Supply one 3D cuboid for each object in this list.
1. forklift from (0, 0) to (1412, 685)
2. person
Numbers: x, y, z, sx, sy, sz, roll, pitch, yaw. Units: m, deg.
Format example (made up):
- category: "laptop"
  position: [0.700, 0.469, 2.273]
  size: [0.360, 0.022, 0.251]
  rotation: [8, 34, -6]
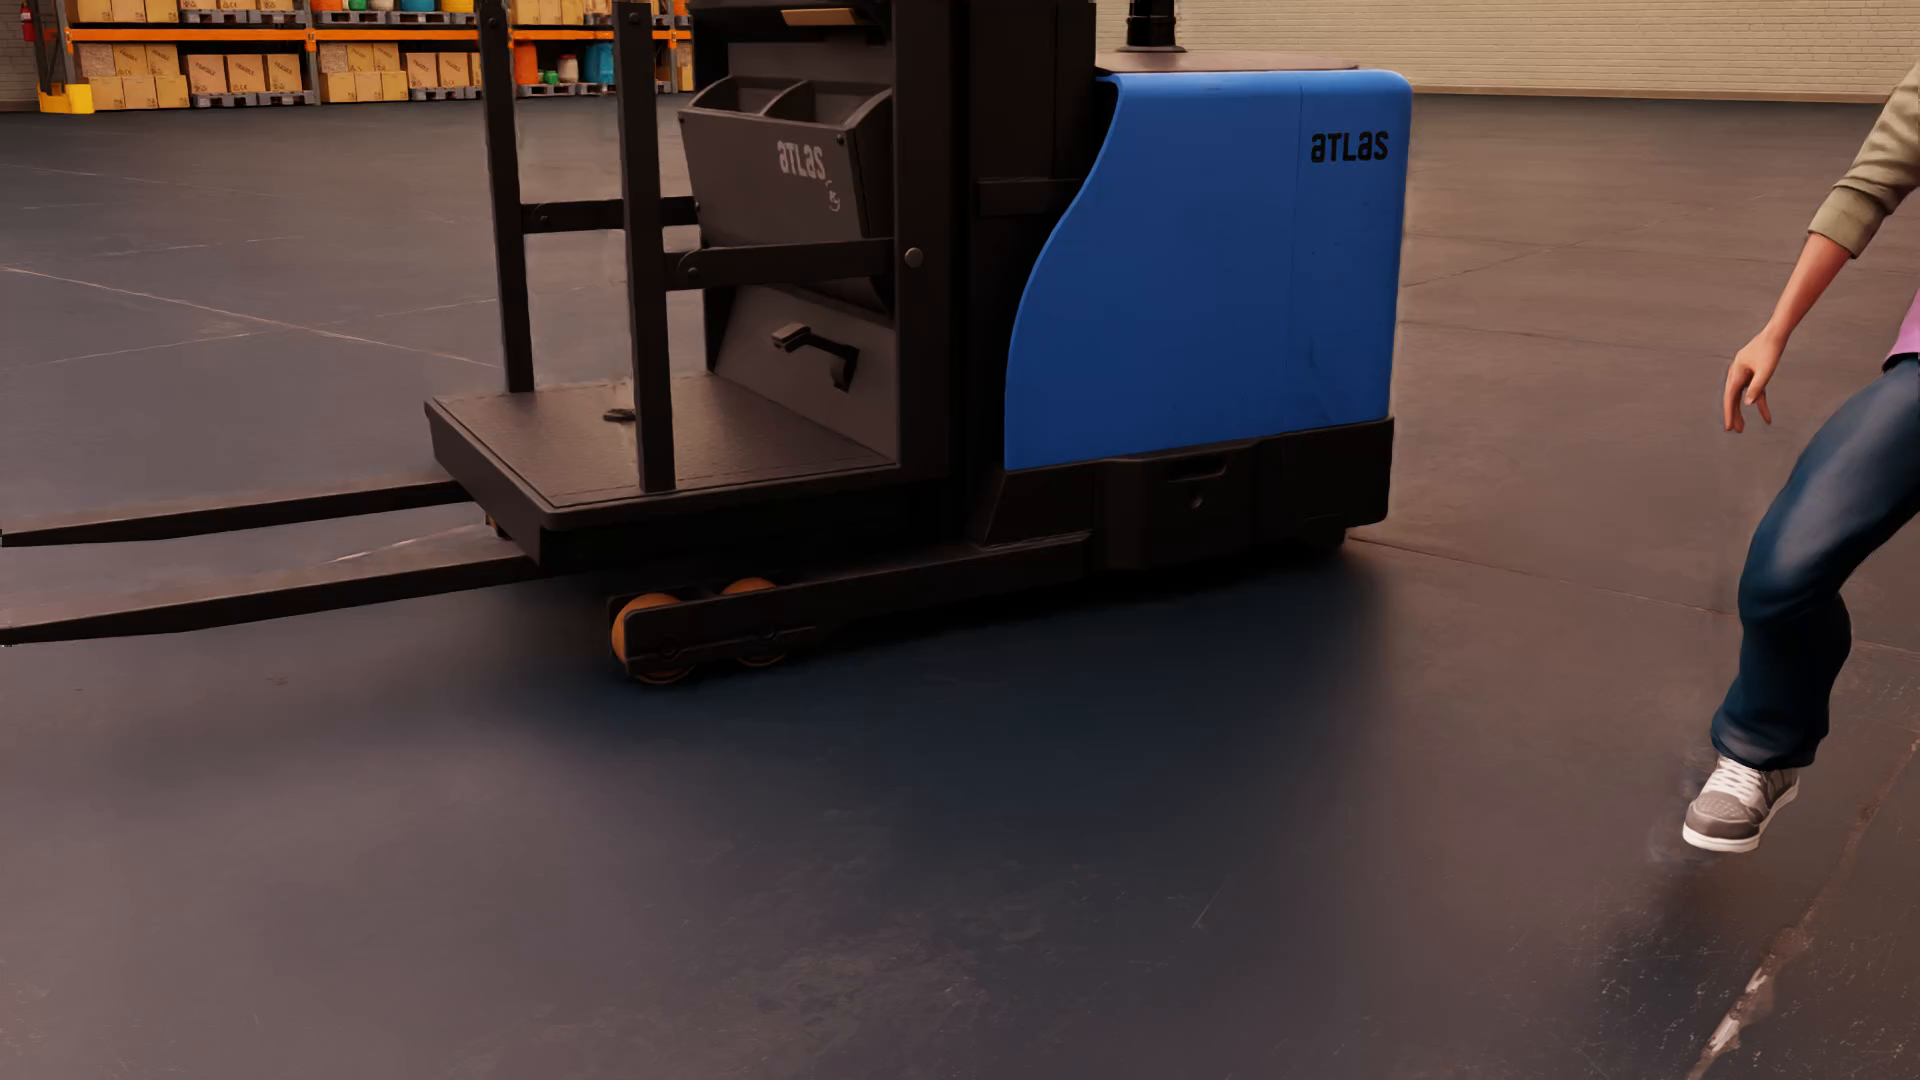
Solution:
- category: "forklift"
  position: [-0.546, -1.311, 3.214]
  size: [3.031, 2.935, 1.130]
  rotation: [-9, 19, -27]
- category: "person"
  position: [1.417, -0.197, 2.100]
  size: [0.811, 1.481, 0.607]
  rotation: [10, 20, 30]
